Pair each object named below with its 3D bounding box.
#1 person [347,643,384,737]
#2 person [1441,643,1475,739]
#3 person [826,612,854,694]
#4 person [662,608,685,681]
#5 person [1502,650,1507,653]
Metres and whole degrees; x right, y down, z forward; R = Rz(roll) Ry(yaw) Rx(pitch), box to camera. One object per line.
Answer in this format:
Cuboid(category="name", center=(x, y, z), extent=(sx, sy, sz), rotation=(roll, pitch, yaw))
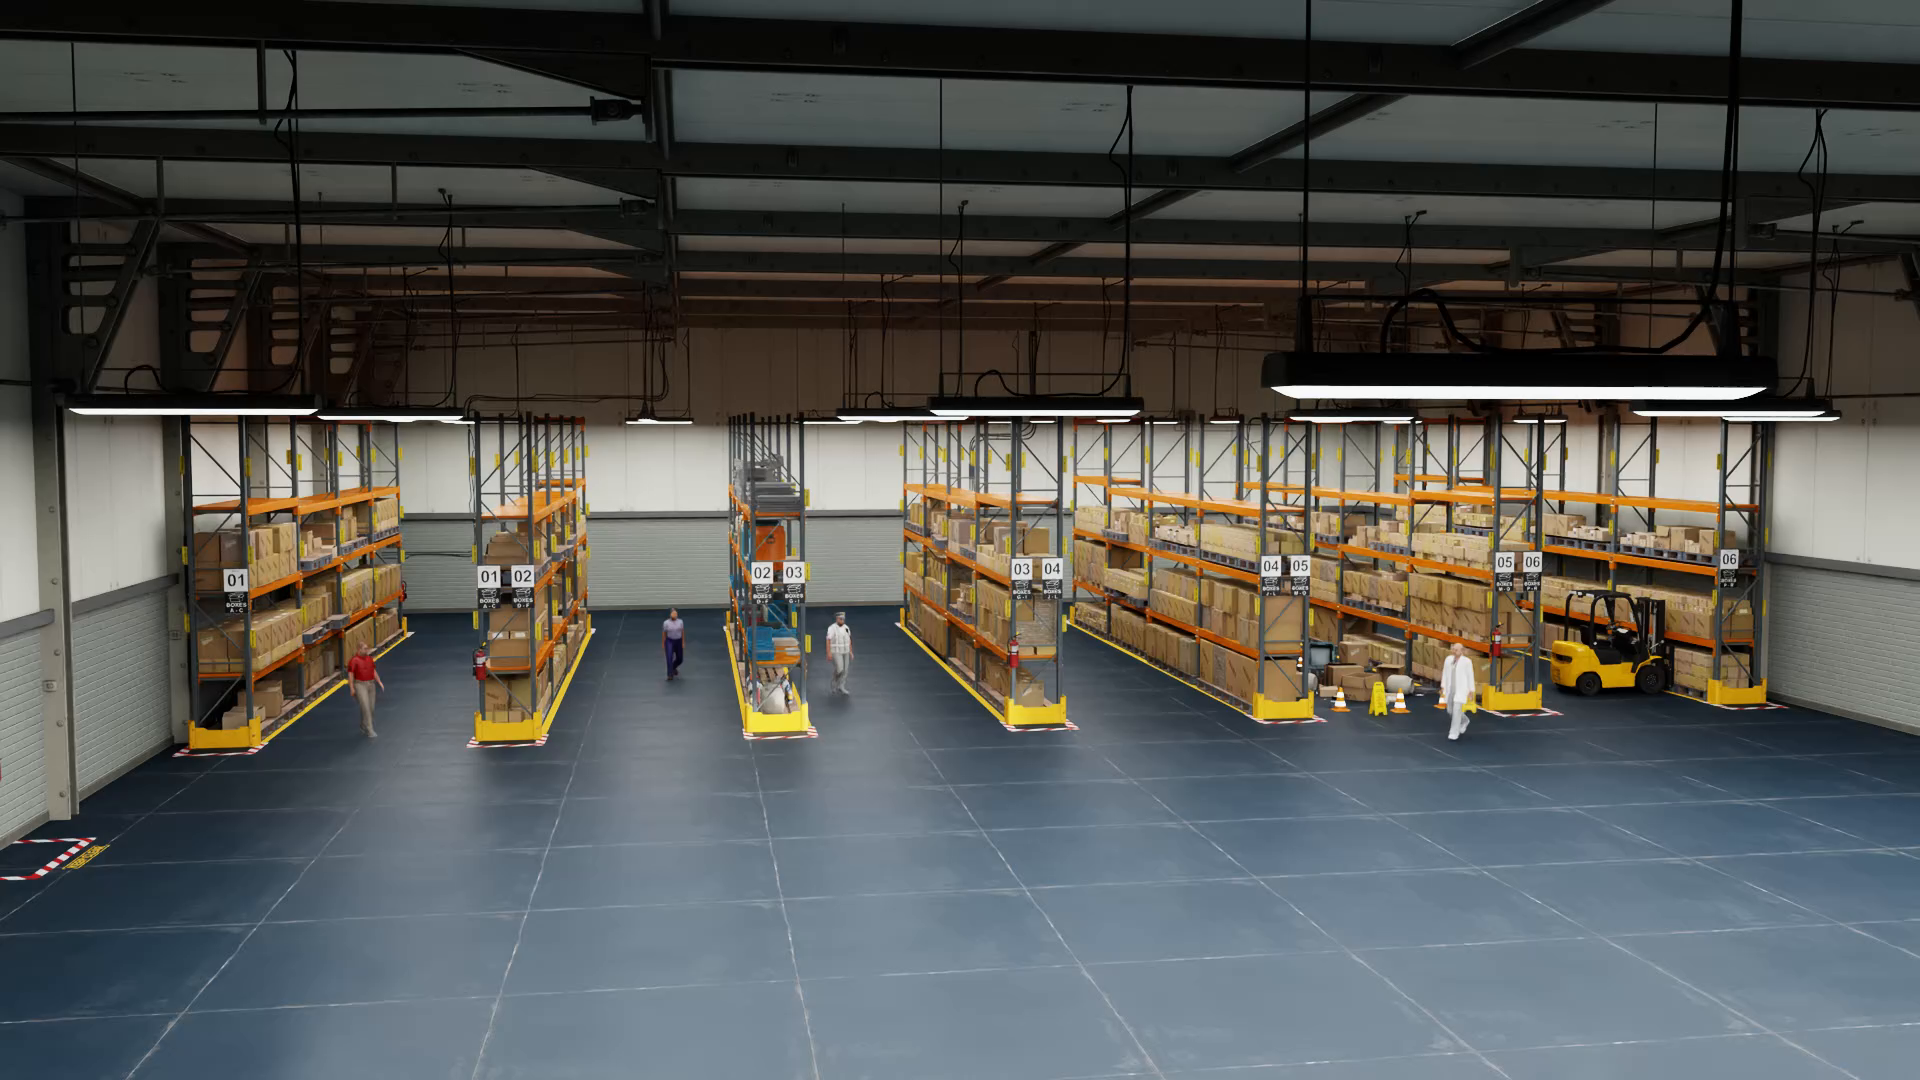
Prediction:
Cuboid(category="person", center=(-11.033, 2.783, 31.019), extent=(0.798, 1.725, 0.575), rotation=(2, 5, 31))
Cuboid(category="person", center=(9.198, 2.759, 30.645), extent=(0.908, 1.757, 0.662), rotation=(-3, 5, -39))
Cuboid(category="person", center=(-2.546, 2.412, 35.507), extent=(0.576, 1.758, 0.480), rotation=(-3, 5, -41))
Cuboid(category="person", center=(-6.511, 2.347, 37.757), extent=(0.514, 1.608, 0.900), rotation=(-2, 4, -24))
Cuboid(category="person", center=(12.206, 2.336, 37.594), extent=(0.509, 1.677, 0.516), rotation=(-1, 4, -11))
